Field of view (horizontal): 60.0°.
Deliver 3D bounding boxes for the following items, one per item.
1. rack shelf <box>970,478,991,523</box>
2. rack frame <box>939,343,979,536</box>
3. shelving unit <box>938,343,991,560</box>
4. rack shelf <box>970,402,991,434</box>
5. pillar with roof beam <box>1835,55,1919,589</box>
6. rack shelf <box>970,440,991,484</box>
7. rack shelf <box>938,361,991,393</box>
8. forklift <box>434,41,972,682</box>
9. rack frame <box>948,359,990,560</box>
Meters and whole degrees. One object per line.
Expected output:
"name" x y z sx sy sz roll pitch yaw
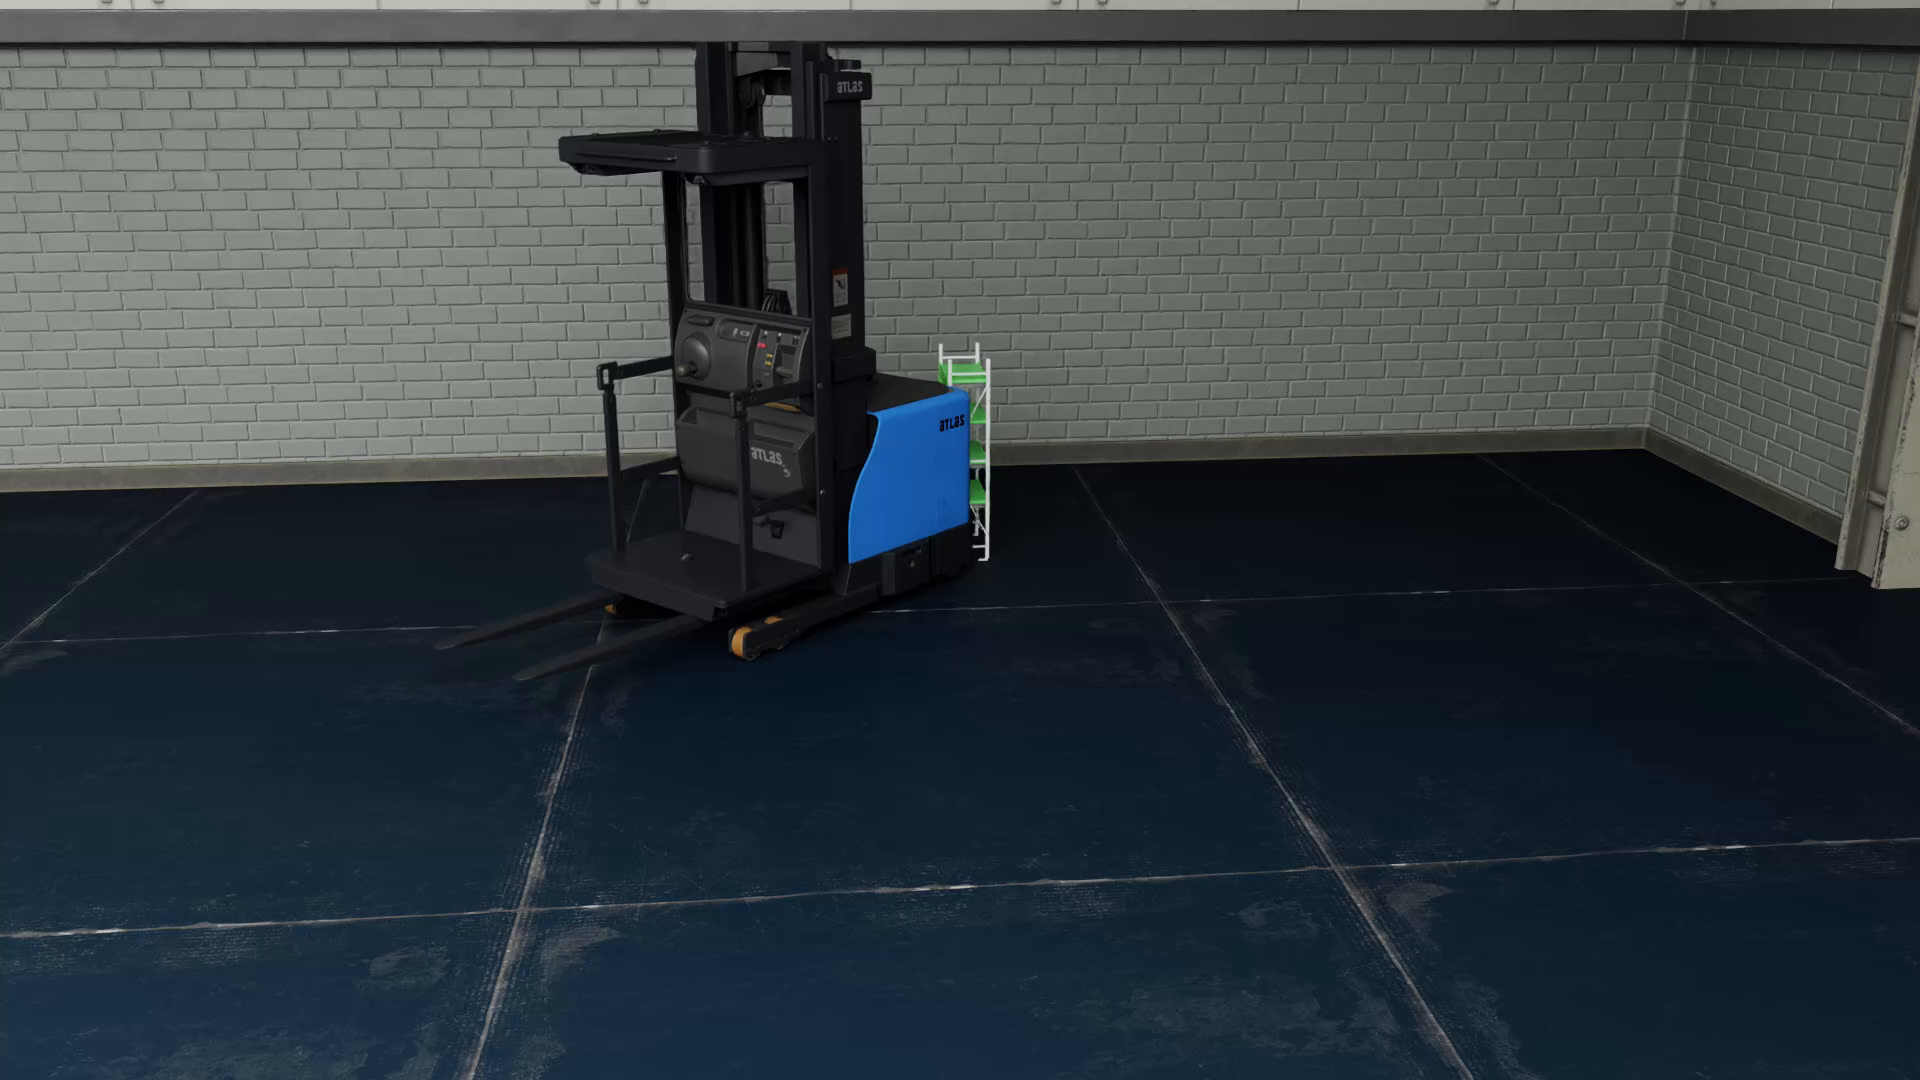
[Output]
"rack shelf" 0.023 -0.236 9.940 0.258 0.148 0.480 -2 18 -6
"rack frame" -0.005 -0.599 10.080 0.240 1.200 0.015 -2 18 -6
"shelving unit" 0.023 -0.526 9.849 0.258 1.200 0.503 -2 18 -6
"rack shelf" 0.023 -0.694 9.796 0.258 0.148 0.480 -2 18 -6
"pillar with roof beam" 0.979 -3.950 7.736 9.100 9.000 0.400 -2 18 -6
"rack shelf" 0.023 -0.465 9.868 0.258 0.148 0.480 -2 18 -6
"rack shelf" 0.023 -0.923 9.724 0.258 0.148 0.480 -2 18 -6
"forklift" -1.257 -0.969 8.372 1.130 2.935 3.031 14 22 38
"rack frame" 0.051 -0.453 9.618 0.240 1.200 0.015 -2 18 -6
